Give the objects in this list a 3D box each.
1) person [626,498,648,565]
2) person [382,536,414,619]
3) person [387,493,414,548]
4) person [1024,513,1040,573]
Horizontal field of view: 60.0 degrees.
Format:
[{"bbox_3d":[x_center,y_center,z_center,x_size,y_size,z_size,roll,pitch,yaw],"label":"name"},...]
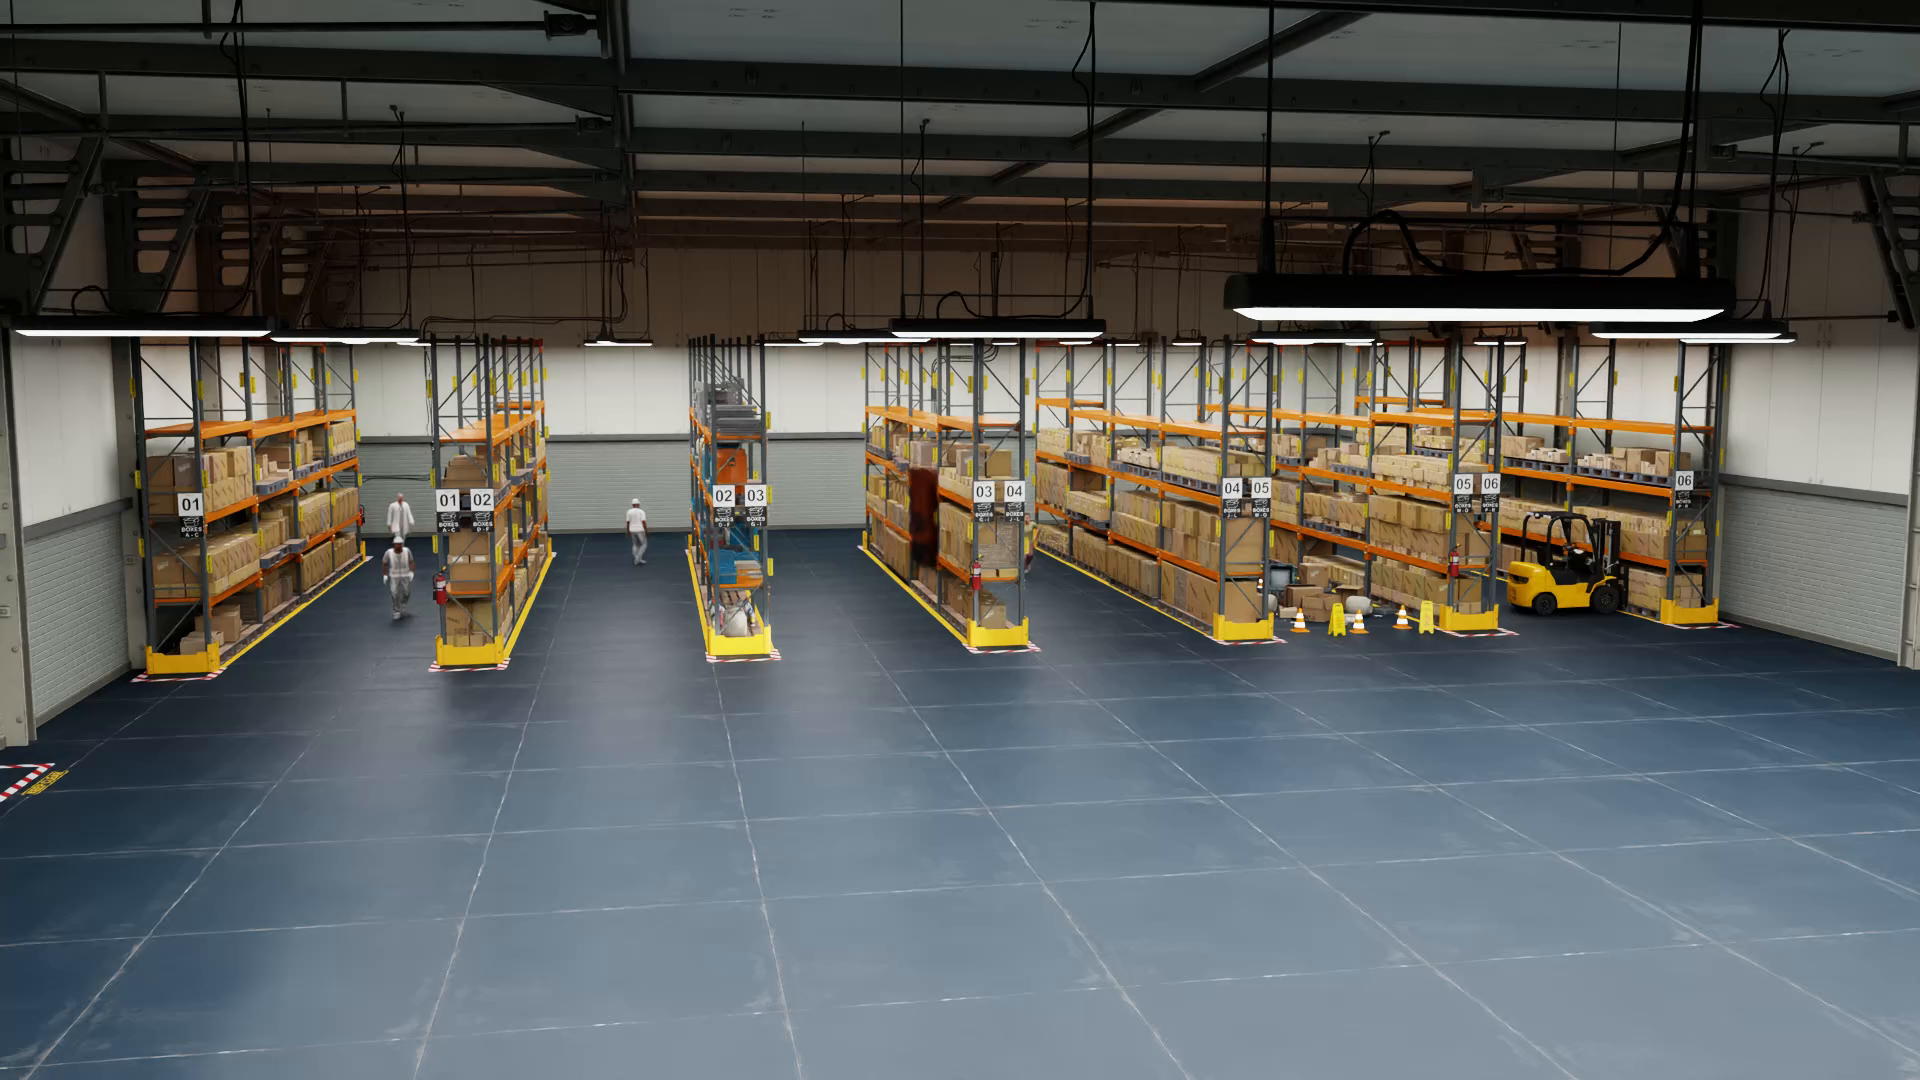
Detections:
[{"bbox_3d":[-8.609,-0.219,44.295,0.608,1.768,0.509,3,7,22],"label":"person"},{"bbox_3d":[-12.027,0.783,35.585,0.644,1.763,0.700,-3,7,-26],"label":"person"},{"bbox_3d":[-15.411,-0.403,45.842,0.671,1.769,1.032,-4,8,-32],"label":"person"},{"bbox_3d":[1.731,0.071,42.569,0.616,1.576,0.678,0,7,-2],"label":"person"}]
